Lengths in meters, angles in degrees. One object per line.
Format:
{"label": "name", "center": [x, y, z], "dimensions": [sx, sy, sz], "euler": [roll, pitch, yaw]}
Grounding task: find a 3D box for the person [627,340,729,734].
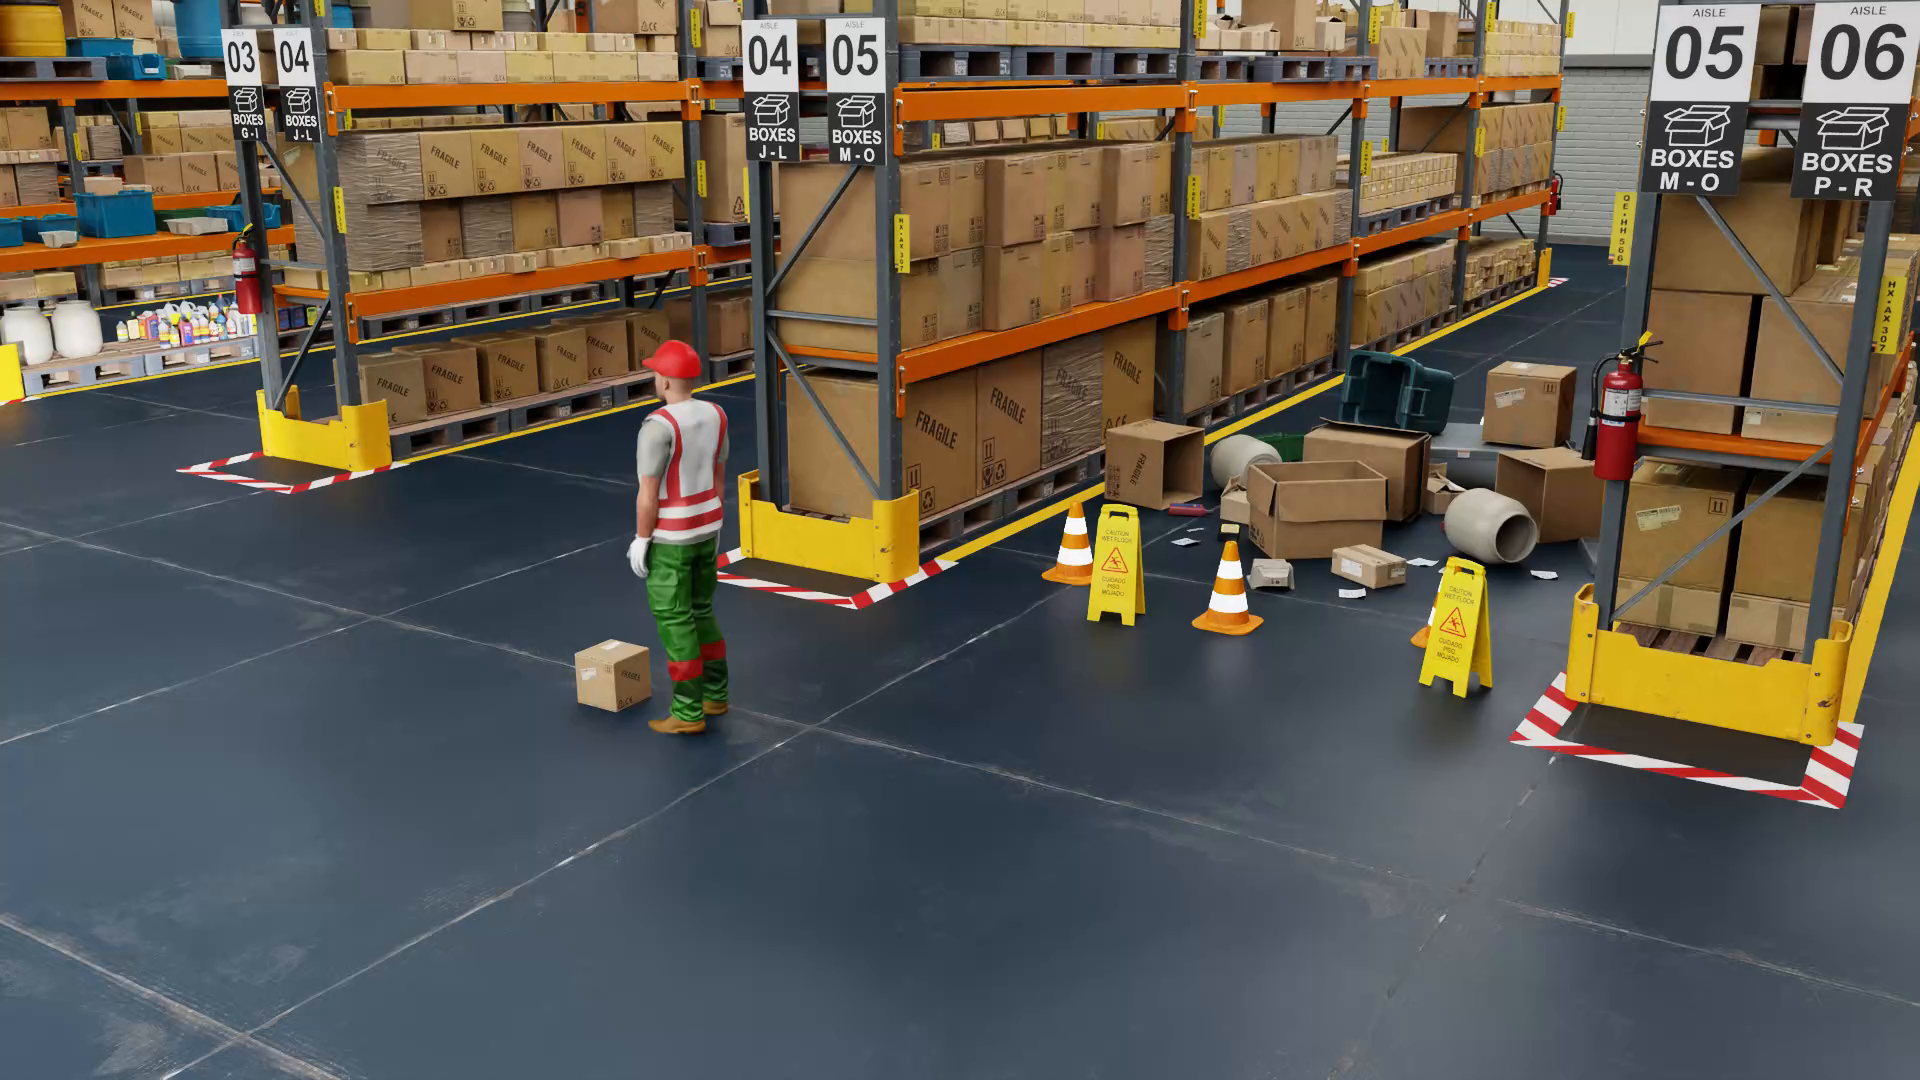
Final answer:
{"label": "person", "center": [-1.278, -0.008, 7.564], "dimensions": [0.367, 1.813, 0.526], "euler": [10, 19, 32]}
